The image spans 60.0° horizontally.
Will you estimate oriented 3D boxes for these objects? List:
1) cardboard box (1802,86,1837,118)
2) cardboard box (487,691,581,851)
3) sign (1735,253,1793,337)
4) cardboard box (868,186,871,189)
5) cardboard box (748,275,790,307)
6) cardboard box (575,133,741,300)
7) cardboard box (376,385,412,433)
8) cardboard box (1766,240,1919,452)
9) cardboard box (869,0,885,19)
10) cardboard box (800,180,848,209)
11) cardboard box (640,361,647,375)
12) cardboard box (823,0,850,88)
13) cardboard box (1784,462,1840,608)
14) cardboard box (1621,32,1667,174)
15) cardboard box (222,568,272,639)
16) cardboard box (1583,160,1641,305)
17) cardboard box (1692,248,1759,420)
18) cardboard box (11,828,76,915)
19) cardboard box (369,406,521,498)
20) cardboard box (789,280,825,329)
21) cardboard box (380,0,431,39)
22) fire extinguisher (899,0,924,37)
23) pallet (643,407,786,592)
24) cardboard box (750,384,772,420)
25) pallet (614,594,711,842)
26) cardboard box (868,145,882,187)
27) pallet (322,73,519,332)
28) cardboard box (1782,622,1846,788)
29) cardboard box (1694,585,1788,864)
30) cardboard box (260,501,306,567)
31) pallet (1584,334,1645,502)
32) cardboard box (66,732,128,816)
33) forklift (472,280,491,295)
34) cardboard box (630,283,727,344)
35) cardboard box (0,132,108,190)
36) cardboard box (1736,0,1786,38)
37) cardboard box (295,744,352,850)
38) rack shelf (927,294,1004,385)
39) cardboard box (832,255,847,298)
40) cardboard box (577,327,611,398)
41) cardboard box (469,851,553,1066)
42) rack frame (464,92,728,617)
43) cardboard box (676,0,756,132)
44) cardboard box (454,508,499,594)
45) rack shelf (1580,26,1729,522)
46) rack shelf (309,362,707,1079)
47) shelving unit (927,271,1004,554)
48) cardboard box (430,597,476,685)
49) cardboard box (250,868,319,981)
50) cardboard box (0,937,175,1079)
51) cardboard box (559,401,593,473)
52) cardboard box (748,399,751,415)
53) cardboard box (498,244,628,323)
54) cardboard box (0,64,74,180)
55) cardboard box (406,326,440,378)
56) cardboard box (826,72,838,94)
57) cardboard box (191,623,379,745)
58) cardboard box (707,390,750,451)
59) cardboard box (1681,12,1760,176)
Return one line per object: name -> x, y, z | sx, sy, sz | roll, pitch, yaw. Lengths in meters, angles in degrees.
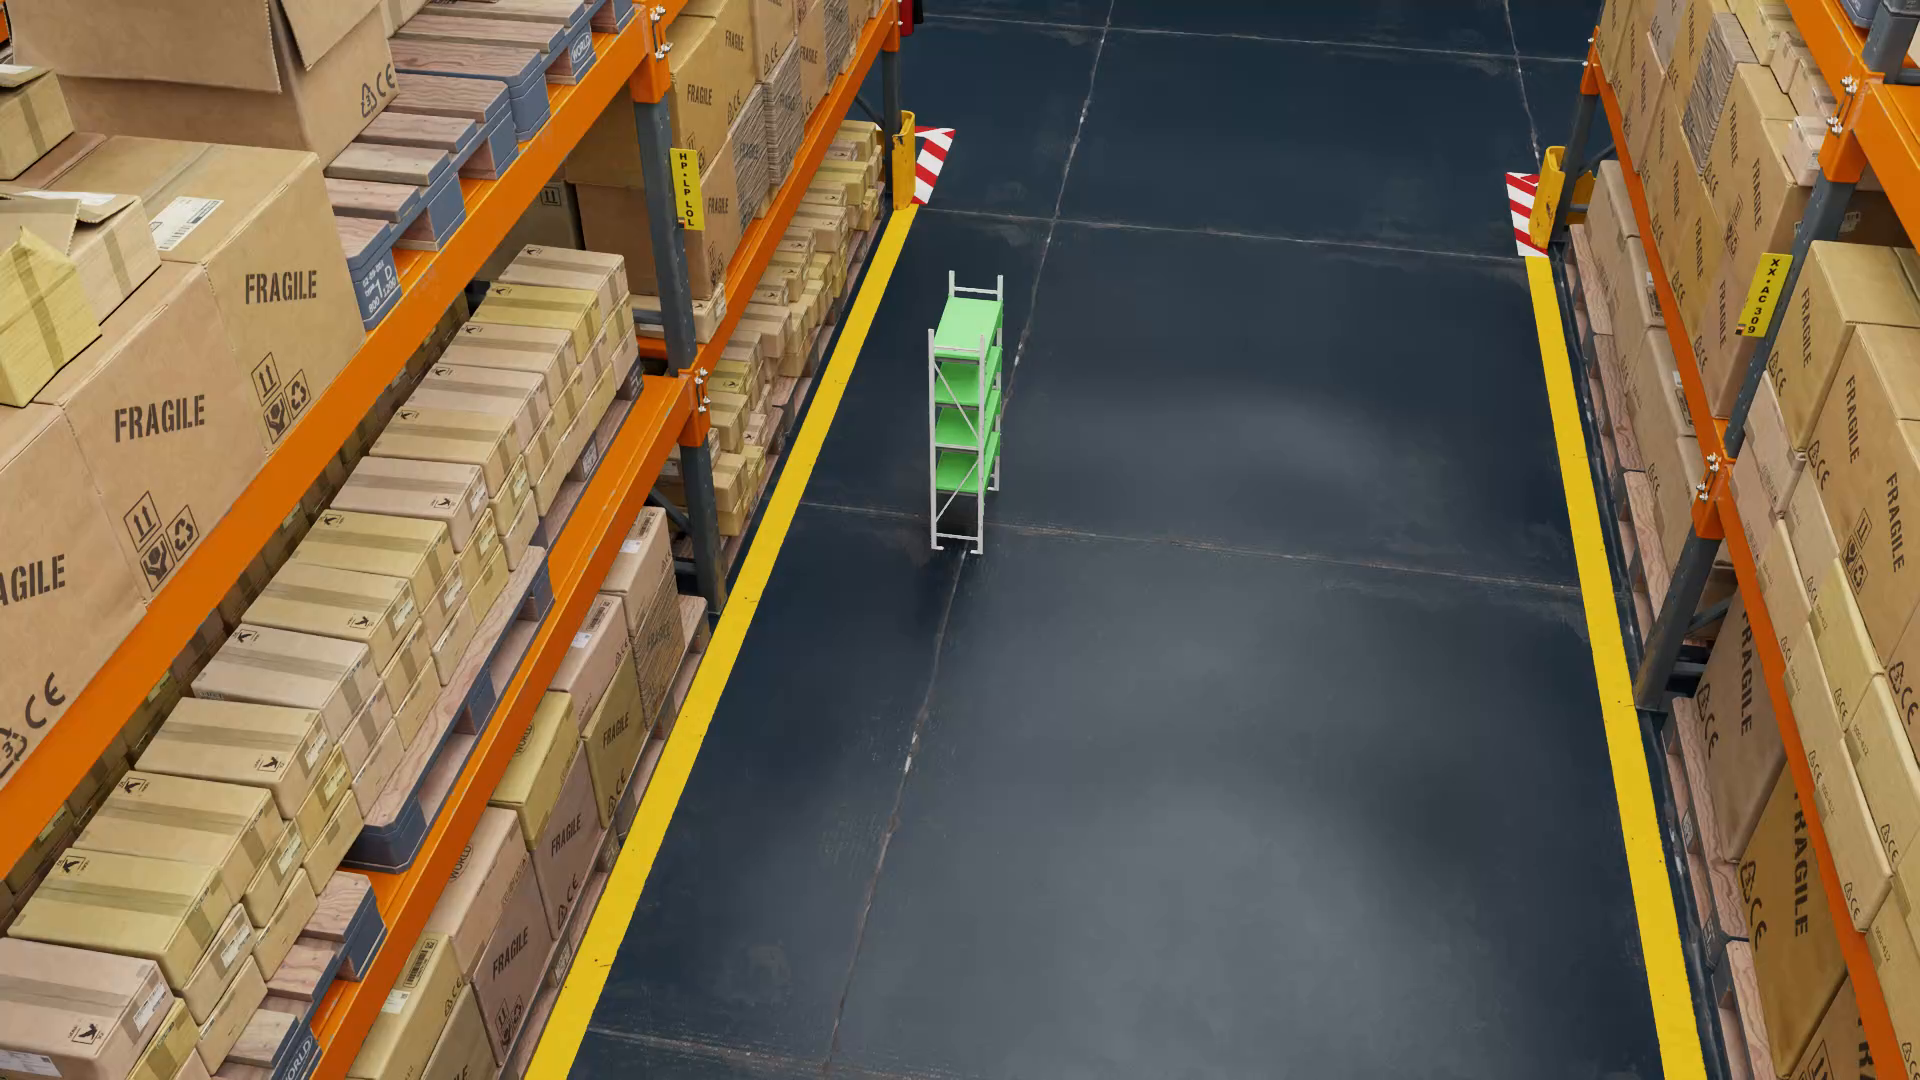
cardboard box -> 3.231, -1.480, 5.911 | 0.380, 0.149, 0.250 | 7, 40, 9
cardboard box -> -1.614, 0.755, 5.623 | 0.500, 0.250, 0.500 | 5, 40, 6
sign -> 2.792, -0.849, 5.778 | 0.100, 0.325, 0.005 | 6, 40, 8
cardboard box -> -0.748, -2.127, 9.973 | 0.380, 0.149, 0.250 | 7, 40, 8
cardboard box -> -1.076, -1.220, 8.409 | 0.380, 0.149, 0.250 | 5, 40, 6
cardboard box -> -1.220, -1.343, 6.805 | 0.500, 0.500, 0.500 | 6, 40, 7
cardboard box -> -2.165, -0.444, 5.898 | 0.380, 0.149, 0.250 | 7, 40, 8
cardboard box -> 2.979, -0.604, 5.360 | 0.500, 0.500, 0.500 | 7, 40, 8
cardboard box -> -0.640, -3.084, 9.421 | 0.380, 0.149, 0.250 | 6, 40, 8
cardboard box -> -0.831, -1.866, 9.190 | 0.380, 0.149, 0.250 | 5, 40, 6
cardboard box -> -1.708, -0.773, 7.868 | 0.380, 0.149, 0.250 | 6, 40, 7
cardboard box -> -0.859, -2.618, 8.347 | 0.500, 0.500, 0.500 | 7, 40, 8
cardboard box -> 2.922, 0.016, 5.199 | 0.500, 0.250, 0.500 | 7, 40, 8
cardboard box -> 3.499, -2.066, 7.913 | 0.500, 0.500, 0.500 | 6, 40, 7
cardboard box -> -2.343, 0.203, 5.115 | 0.380, 0.149, 0.250 | 5, 40, 6
cardboard box -> 4.015, -1.684, 9.211 | 0.875, 0.438, 0.875 | 5, 40, 6
cardboard box -> 3.167, -0.782, 6.360 | 0.500, 0.500, 0.500 | 7, 40, 8
cardboard box -> -2.525, 0.861, 4.319 | 0.380, 0.149, 0.250 | 7, 40, 8
cardboard box -> -1.615, -0.278, 5.230 | 0.380, 0.149, 0.250 | 5, 40, 6
cardboard box -> -0.920, -1.245, 8.673 | 0.380, 0.149, 0.250 | 7, 40, 8
cardboard box -> -1.913, -1.661, 4.888 | 0.500, 0.311, 0.500 | 6, 40, 7
fire extinguisher -> -0.364, -3.351, 9.899 | 0.296, 0.674, 0.183 | 6, 40, 8
pallet -> -1.473, -0.257, 7.993 | 1.003, 0.211, 1.213 | 6, 40, 8
cardboard box -> -1.142, -0.656, 8.195 | 0.380, 0.149, 0.250 | 6, 40, 7
pallet -> -1.688, 0.657, 6.887 | 1.003, 0.211, 1.213 | 6, 40, 8
cardboard box -> -0.672, -2.232, 9.867 | 0.380, 0.149, 0.250 | 5, 40, 6
pallet -> -1.943, -0.964, 4.451 | 1.213, 0.211, 1.003 | 6, 40, 8
cardboard box -> 2.810, 0.525, 4.975 | 0.500, 0.250, 0.500 | 6, 40, 7
cardboard box -> 3.310, 0.631, 6.068 | 0.875, 0.875, 0.875 | 8, 40, 9
cardboard box -> -2.298, -0.066, 5.207 | 0.380, 0.149, 0.250 | 6, 40, 7
pallet -> 3.756, -0.586, 8.390 | 1.003, 0.211, 1.213 | 6, 40, 8
cardboard box -> -2.478, 0.574, 4.433 | 0.380, 0.149, 0.250 | 6, 40, 8
forklift -> -2.729, -2.249, 8.267 | 1.130, 2.935, 3.031 | 4, 40, 5
cardboard box -> -1.183, -0.952, 6.841 | 0.380, 0.149, 0.250 | 8, 40, 9
cardboard box -> -2.234, -0.606, 3.793 | 0.500, 0.500, 0.500 | 6, 40, 8
cardboard box -> 3.362, -2.122, 6.687 | 0.380, 0.149, 0.250 | 6, 40, 7
cardboard box -> -1.834, 0.646, 4.346 | 0.380, 0.149, 0.250 | 7, 40, 8
rack shelf -> 0.029, -0.887, 7.325 | 0.258, 0.148, 0.480 | 6, 40, 8
cardboard box -> -0.835, -1.475, 9.184 | 0.380, 0.149, 0.250 | 5, 40, 6
cardboard box -> -1.473, -0.649, 5.912 | 0.380, 0.149, 0.250 | 7, 40, 8
cardboard box -> -1.705, 1.351, 5.491 | 0.500, 0.500, 0.500 | 5, 40, 7
rack frame -> -1.554, -0.907, 6.590 | 1.000, 3.000, 0.127 | 6, 40, 8
cardboard box -> -1.162, -2.029, 6.850 | 0.500, 0.500, 0.500 | 5, 40, 6
cardboard box -> -1.653, 0.013, 5.111 | 0.380, 0.149, 0.250 | 7, 40, 8
rack shelf -> 3.685, -1.402, 7.753 | 1.077, 0.370, 4.000 | 6, 40, 8
rack shelf -> -1.900, 0.626, 5.301 | 1.077, 0.370, 4.000 | 6, 40, 8
shelving unit -> 0.029, -0.566, 7.590 | 0.258, 1.200, 0.503 | 6, 40, 8
cardboard box -> -1.696, 0.285, 5.016 | 0.380, 0.149, 0.250 | 5, 40, 6
cardboard box -> -1.878, 0.942, 4.221 | 0.380, 0.149, 0.250 | 8, 40, 10
cardboard box -> -1.975, 1.038, 3.638 | 0.380, 0.149, 0.250 | 6, 40, 8
cardboard box -> -1.517, -0.381, 5.822 | 0.380, 0.149, 0.250 | 6, 40, 8
cardboard box -> -1.214, -0.602, 7.896 | 0.380, 0.149, 0.250 | 6, 40, 7
cardboard box -> -1.432, -0.928, 6.015 | 0.380, 0.149, 0.250 | 8, 40, 10
cardboard box -> -2.230, -0.978, 3.642 | 0.396, 0.266, 0.258 | 6, 40, 8
cardboard box -> -2.118, -0.727, 6.006 | 0.380, 0.149, 0.250 | 6, 40, 7
cardboard box -> -0.845, -2.449, 8.652 | 0.380, 0.149, 0.250 | 5, 40, 6
cardboard box -> -1.794, 0.382, 4.431 | 0.380, 0.149, 0.250 | 8, 40, 10
cardboard box -> -1.185, -0.559, 7.610 | 0.380, 0.149, 0.250 | 8, 40, 10
cardboard box -> 3.323, -1.813, 6.822 | 0.500, 0.500, 0.500 | 7, 40, 8
